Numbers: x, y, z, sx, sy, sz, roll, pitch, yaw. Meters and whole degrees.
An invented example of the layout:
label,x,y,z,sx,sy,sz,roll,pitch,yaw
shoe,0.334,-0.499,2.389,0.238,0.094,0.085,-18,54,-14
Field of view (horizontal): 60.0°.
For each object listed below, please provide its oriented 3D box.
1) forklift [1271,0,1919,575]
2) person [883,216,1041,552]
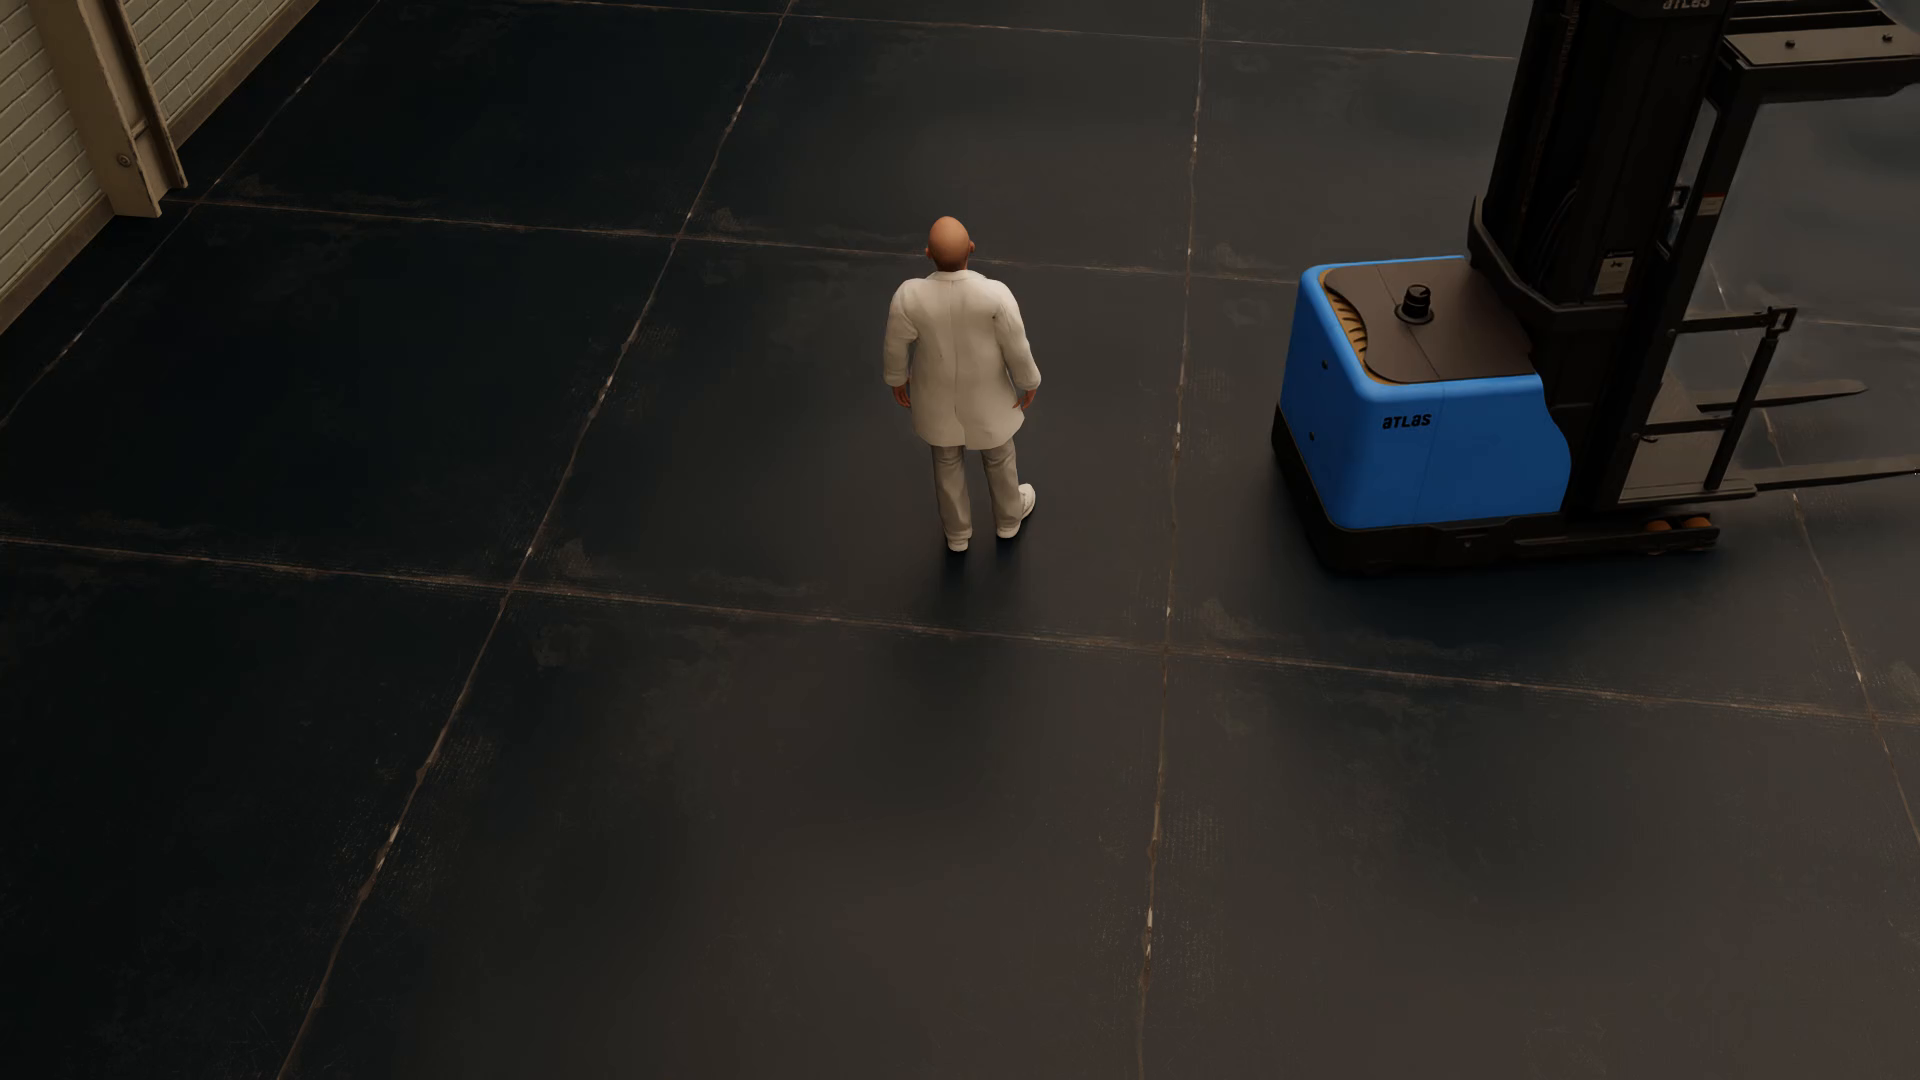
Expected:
label,x,y,z,sx,sy,sz,roll,pitch,yaw
forklift,3.113,-1.361,7.206,3.031,2.935,1.130,-5,43,-5
person,0.016,-0.721,7.351,0.698,1.778,0.578,5,43,6
